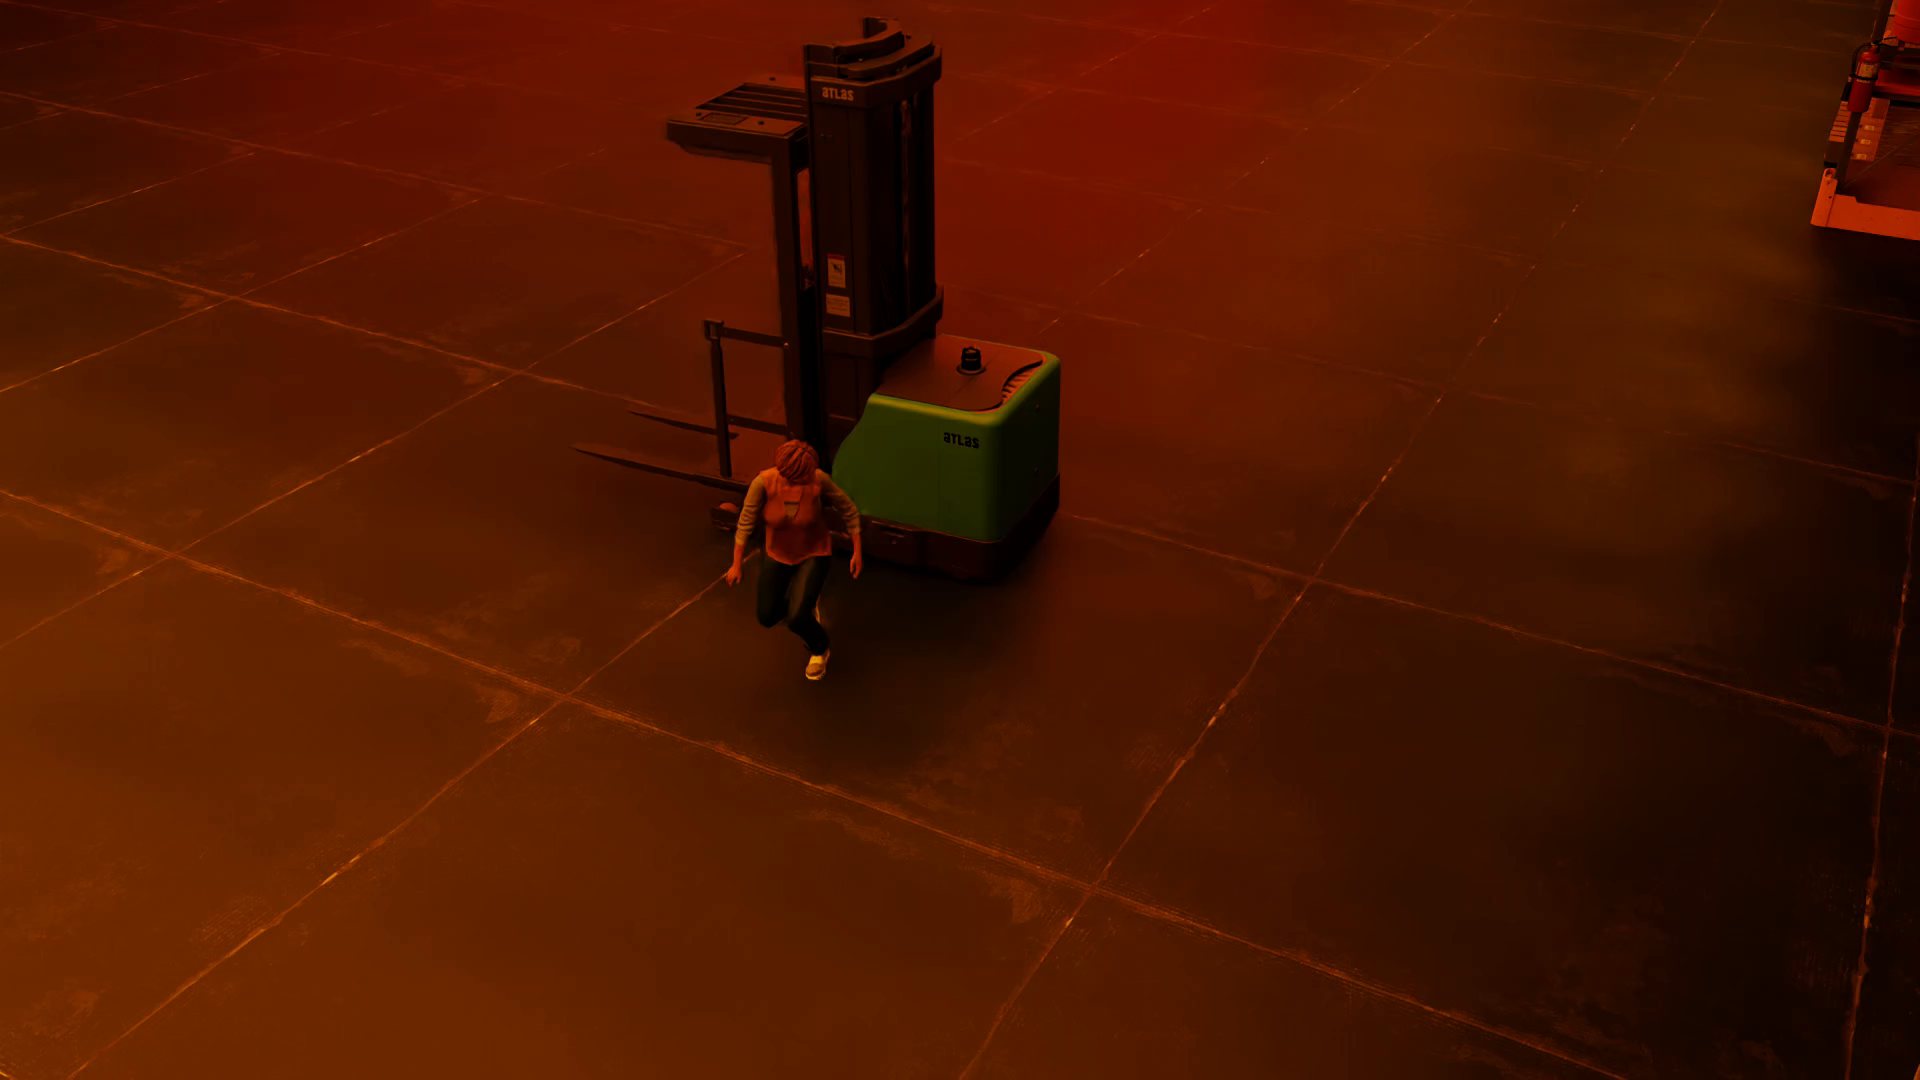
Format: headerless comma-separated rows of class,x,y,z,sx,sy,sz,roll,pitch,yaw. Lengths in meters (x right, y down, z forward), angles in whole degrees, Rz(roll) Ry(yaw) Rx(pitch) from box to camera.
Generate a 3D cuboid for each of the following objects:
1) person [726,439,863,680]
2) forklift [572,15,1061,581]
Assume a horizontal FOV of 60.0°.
person,-0.827,0.040,8.573,0.692,1.394,0.587,5,30,8
forklift,-0.956,-1.515,9.695,3.031,2.935,1.130,13,32,21
